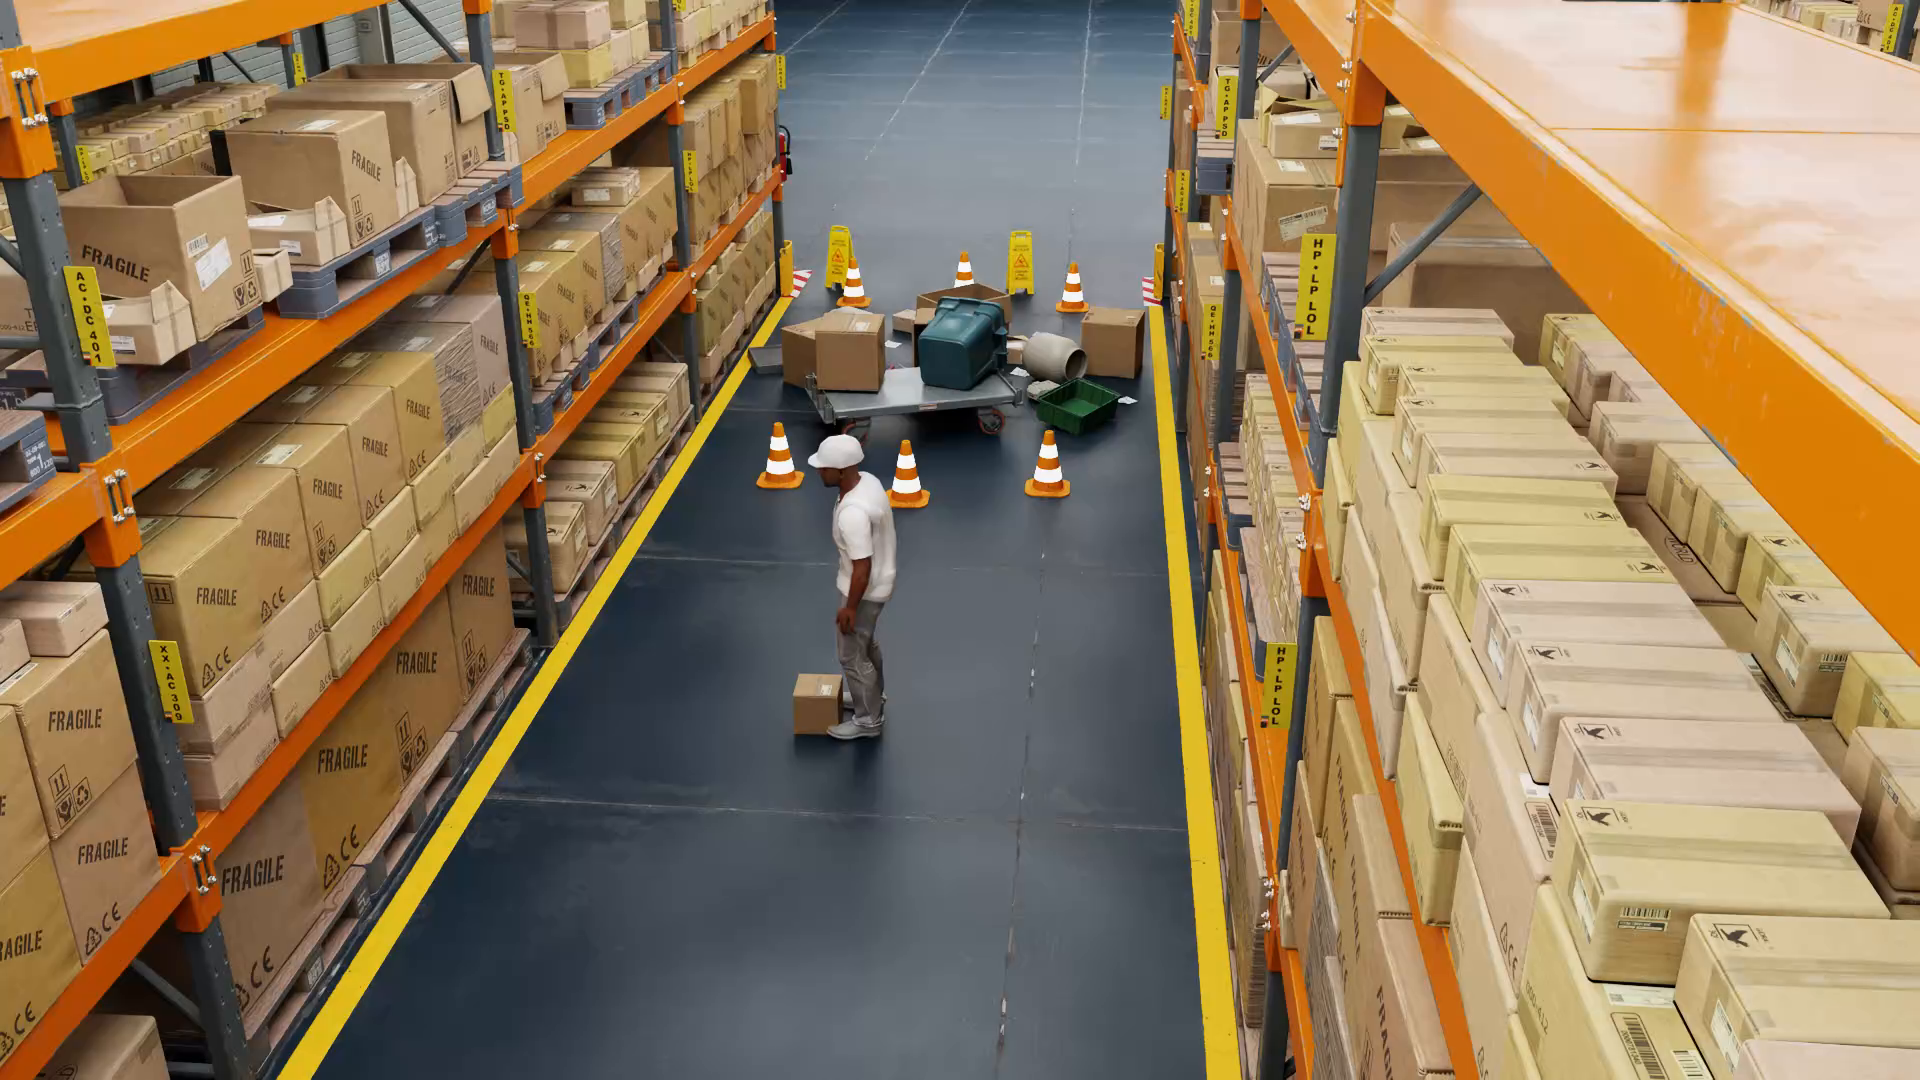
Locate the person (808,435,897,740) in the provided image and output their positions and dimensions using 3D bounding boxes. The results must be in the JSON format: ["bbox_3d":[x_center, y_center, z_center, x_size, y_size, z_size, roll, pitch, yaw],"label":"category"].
[{"bbox_3d":[-0.567,0.249,9.038,0.455,1.757,0.635,1,24,1],"label":"person"}]
